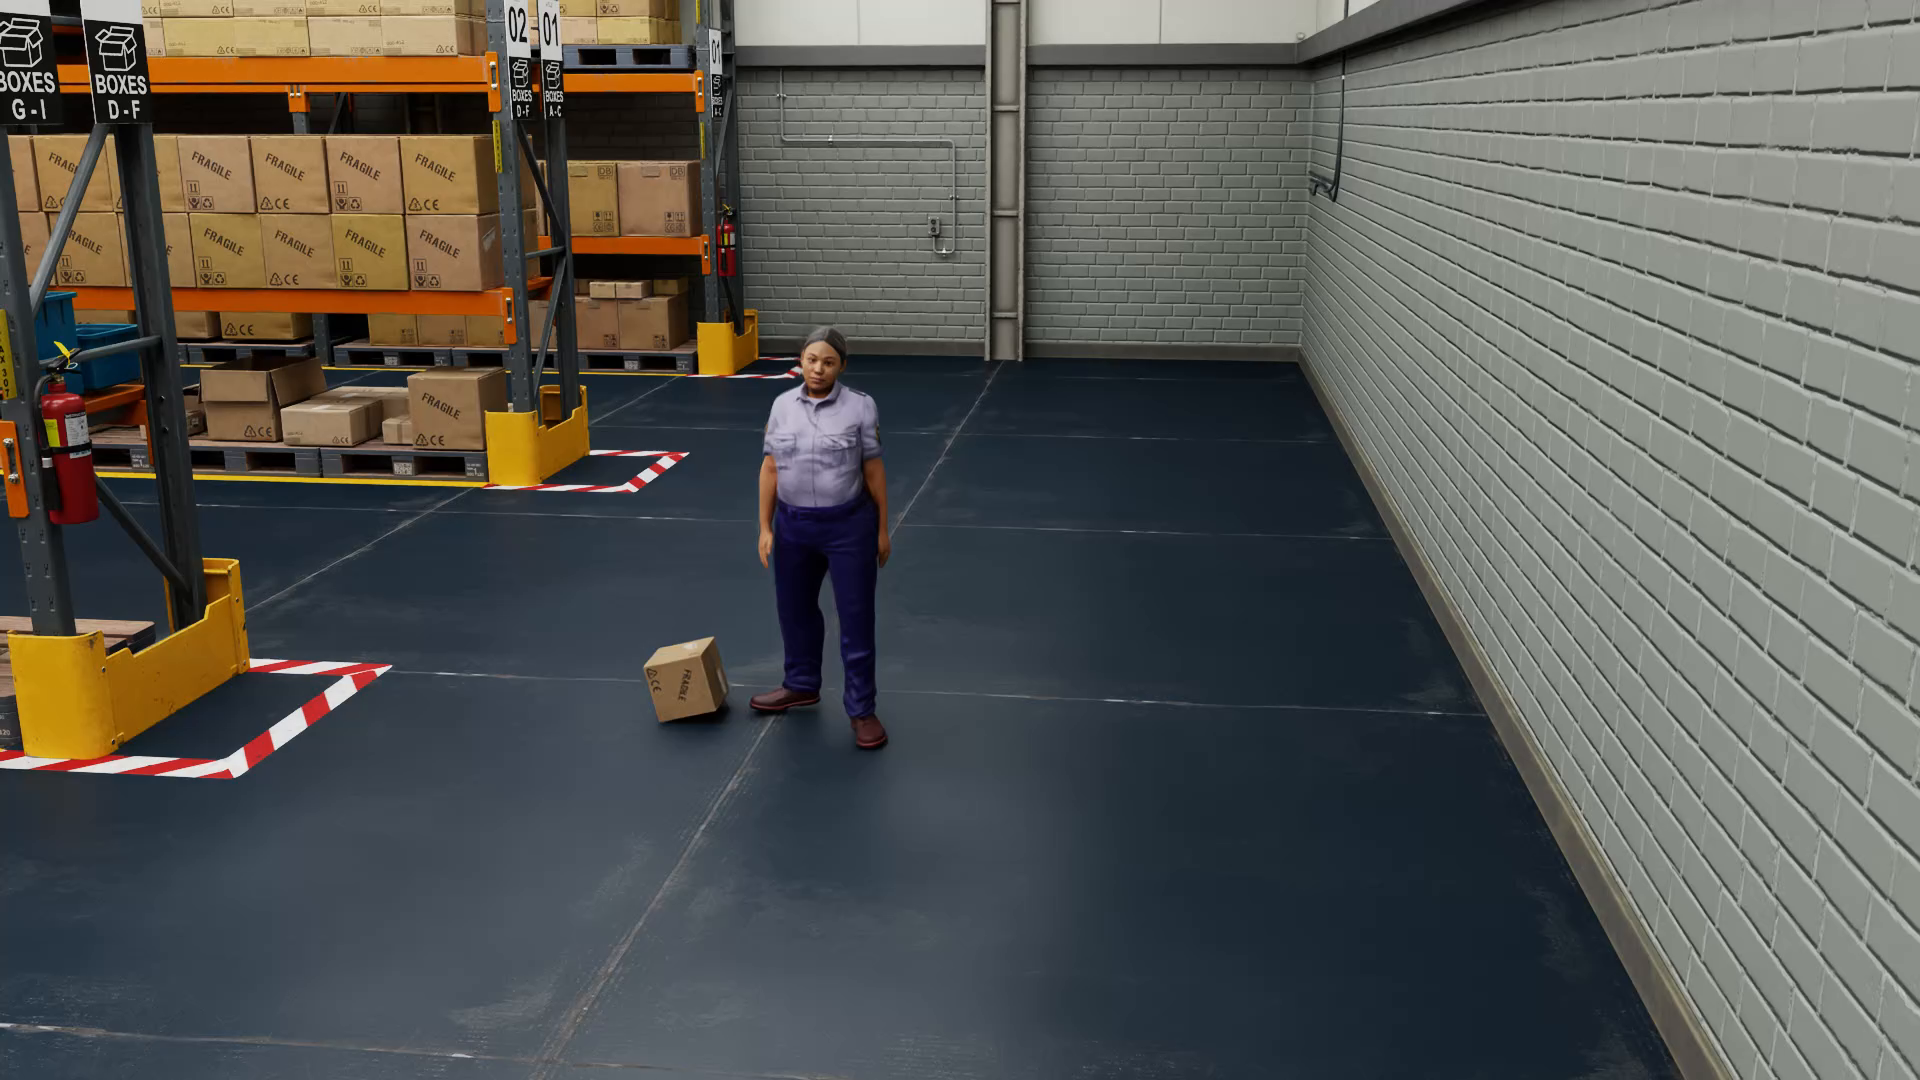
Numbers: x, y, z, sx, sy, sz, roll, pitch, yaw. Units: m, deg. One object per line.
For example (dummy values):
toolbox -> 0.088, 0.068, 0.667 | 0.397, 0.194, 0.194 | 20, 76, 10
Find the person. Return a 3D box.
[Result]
person -> -0.582, -0.032, 6.644 | 0.678, 1.652, 0.446 | 4, 15, 17
